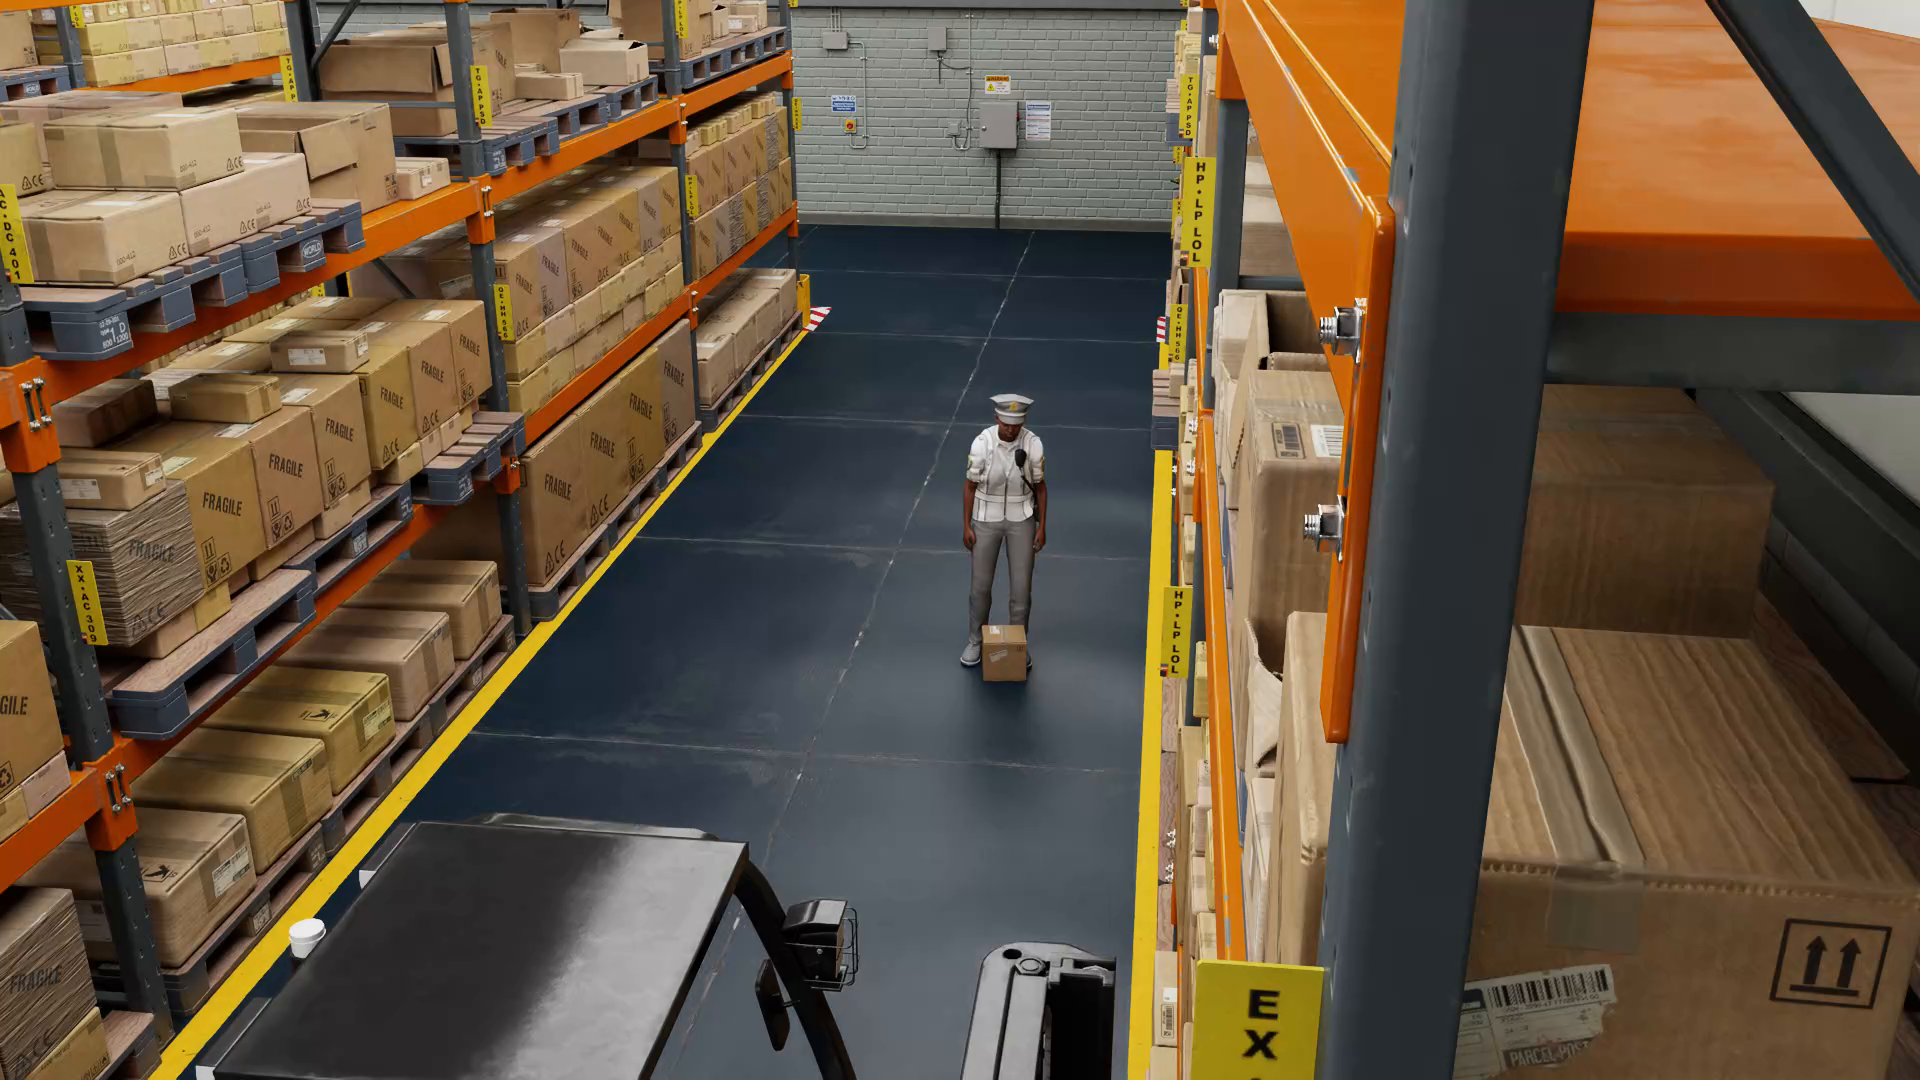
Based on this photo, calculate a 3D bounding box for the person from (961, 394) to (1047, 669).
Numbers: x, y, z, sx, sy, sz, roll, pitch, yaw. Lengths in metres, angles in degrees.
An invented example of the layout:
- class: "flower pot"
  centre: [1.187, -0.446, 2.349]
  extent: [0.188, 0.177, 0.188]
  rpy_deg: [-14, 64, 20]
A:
- class: "person"
  centre: [0.257, -0.067, 9.759]
  extent: [0.509, 1.657, 0.425]
  rpy_deg: [0, 21, -1]
